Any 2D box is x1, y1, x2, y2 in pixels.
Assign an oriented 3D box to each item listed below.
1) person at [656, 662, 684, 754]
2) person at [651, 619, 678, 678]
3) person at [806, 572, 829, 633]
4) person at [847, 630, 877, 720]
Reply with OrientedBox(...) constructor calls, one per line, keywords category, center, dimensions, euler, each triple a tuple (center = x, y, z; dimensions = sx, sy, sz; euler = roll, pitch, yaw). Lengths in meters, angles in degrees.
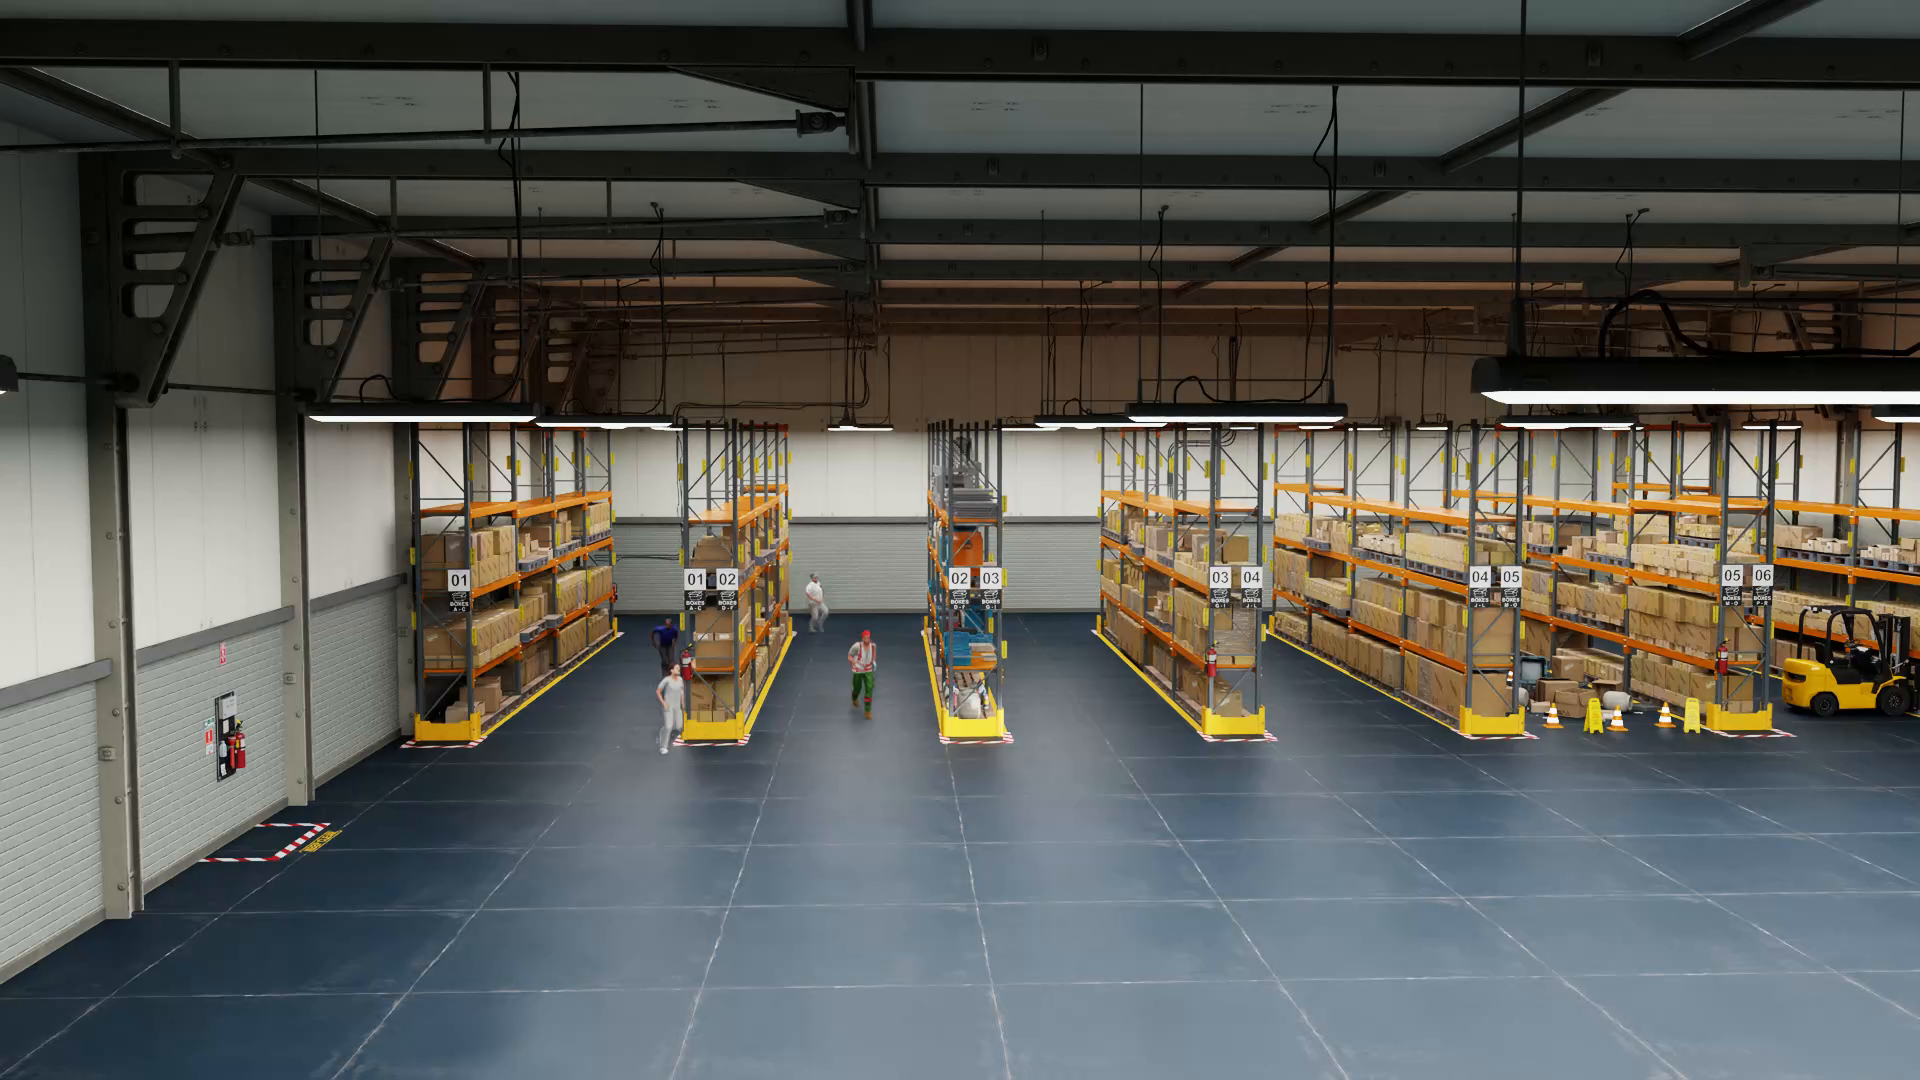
OrientedBox(category="person", center=(-5.204, 3.006, 29.995), dimensions=(0.607, 1.613, 0.552), euler=(-3, 5, -43))
OrientedBox(category="person", center=(-6.822, 2.532, 38.434), dimensions=(0.596, 1.480, 0.780), euler=(-1, 4, -21))
OrientedBox(category="person", center=(-4.107, 1.799, 47.723), dimensions=(0.620, 1.751, 0.679), euler=(3, 5, 37))
OrientedBox(category="person", center=(-1.989, 2.689, 33.673), dimensions=(0.649, 1.773, 1.135), euler=(-1, 4, -20))
